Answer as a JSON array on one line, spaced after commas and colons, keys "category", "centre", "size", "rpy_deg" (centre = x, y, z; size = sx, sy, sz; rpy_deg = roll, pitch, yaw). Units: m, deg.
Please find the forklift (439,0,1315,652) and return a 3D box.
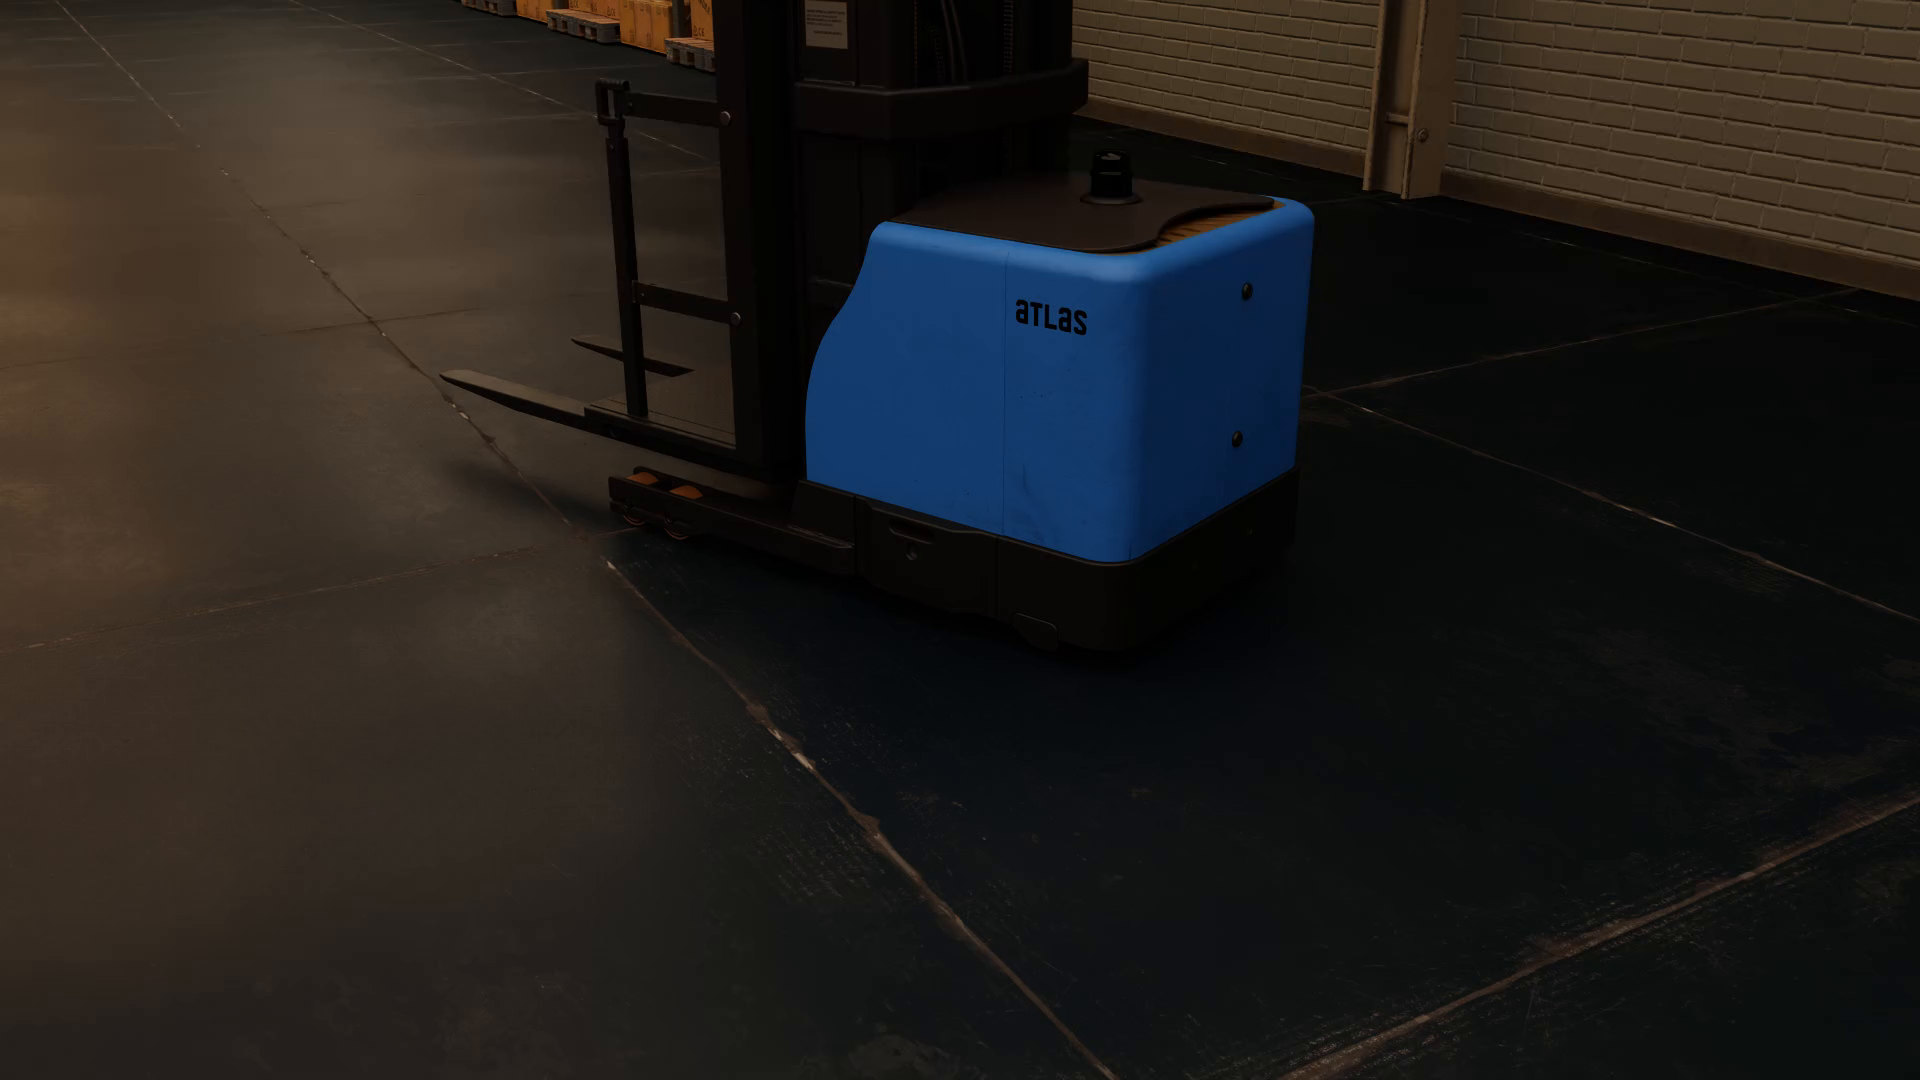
[{"category": "forklift", "centre": [-0.481, -1.497, 4.922], "size": [3.031, 2.935, 1.130], "rpy_deg": [16, 27, 34]}]
